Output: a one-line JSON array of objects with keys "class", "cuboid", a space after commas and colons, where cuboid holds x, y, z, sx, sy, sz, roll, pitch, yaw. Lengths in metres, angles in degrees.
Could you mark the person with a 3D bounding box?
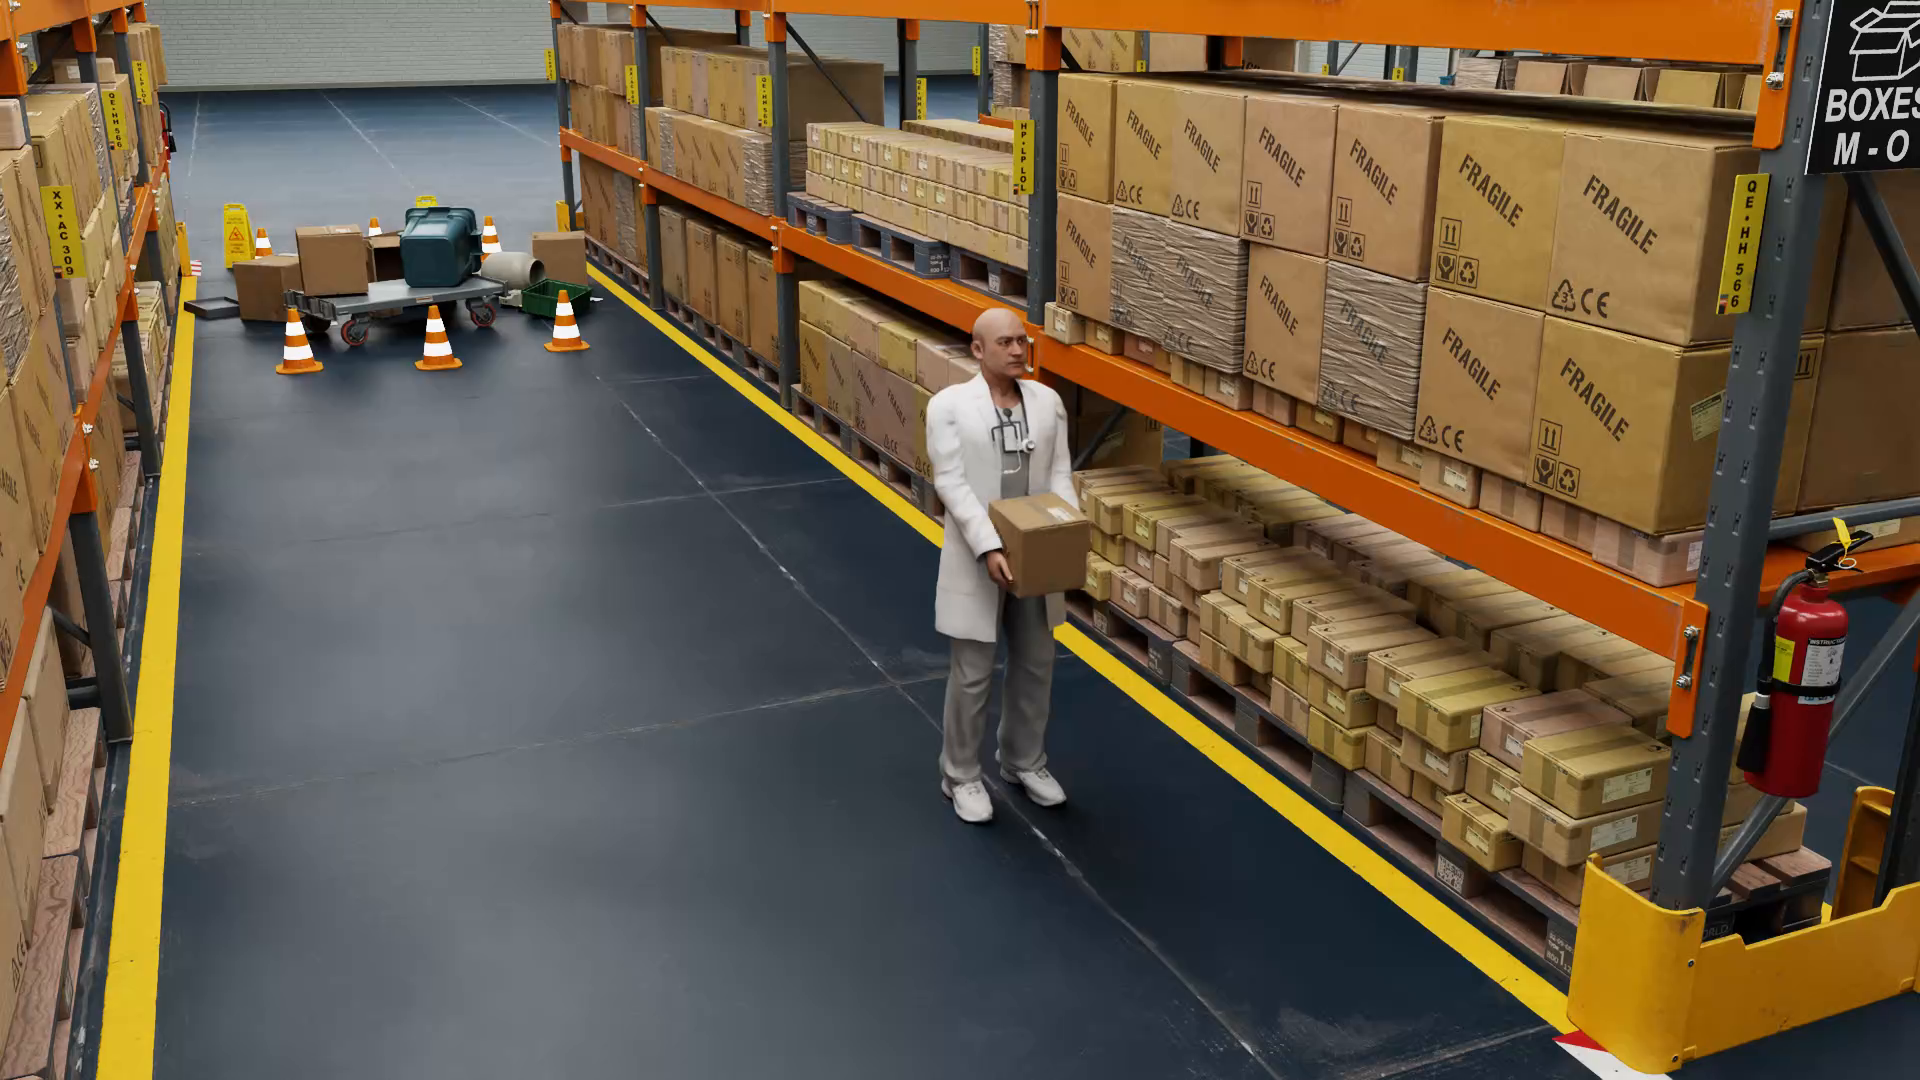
[{"class": "person", "cuboid": [0.184, 0.110, 5.753, 0.535, 1.777, 0.554, -8, 20, -23]}]
